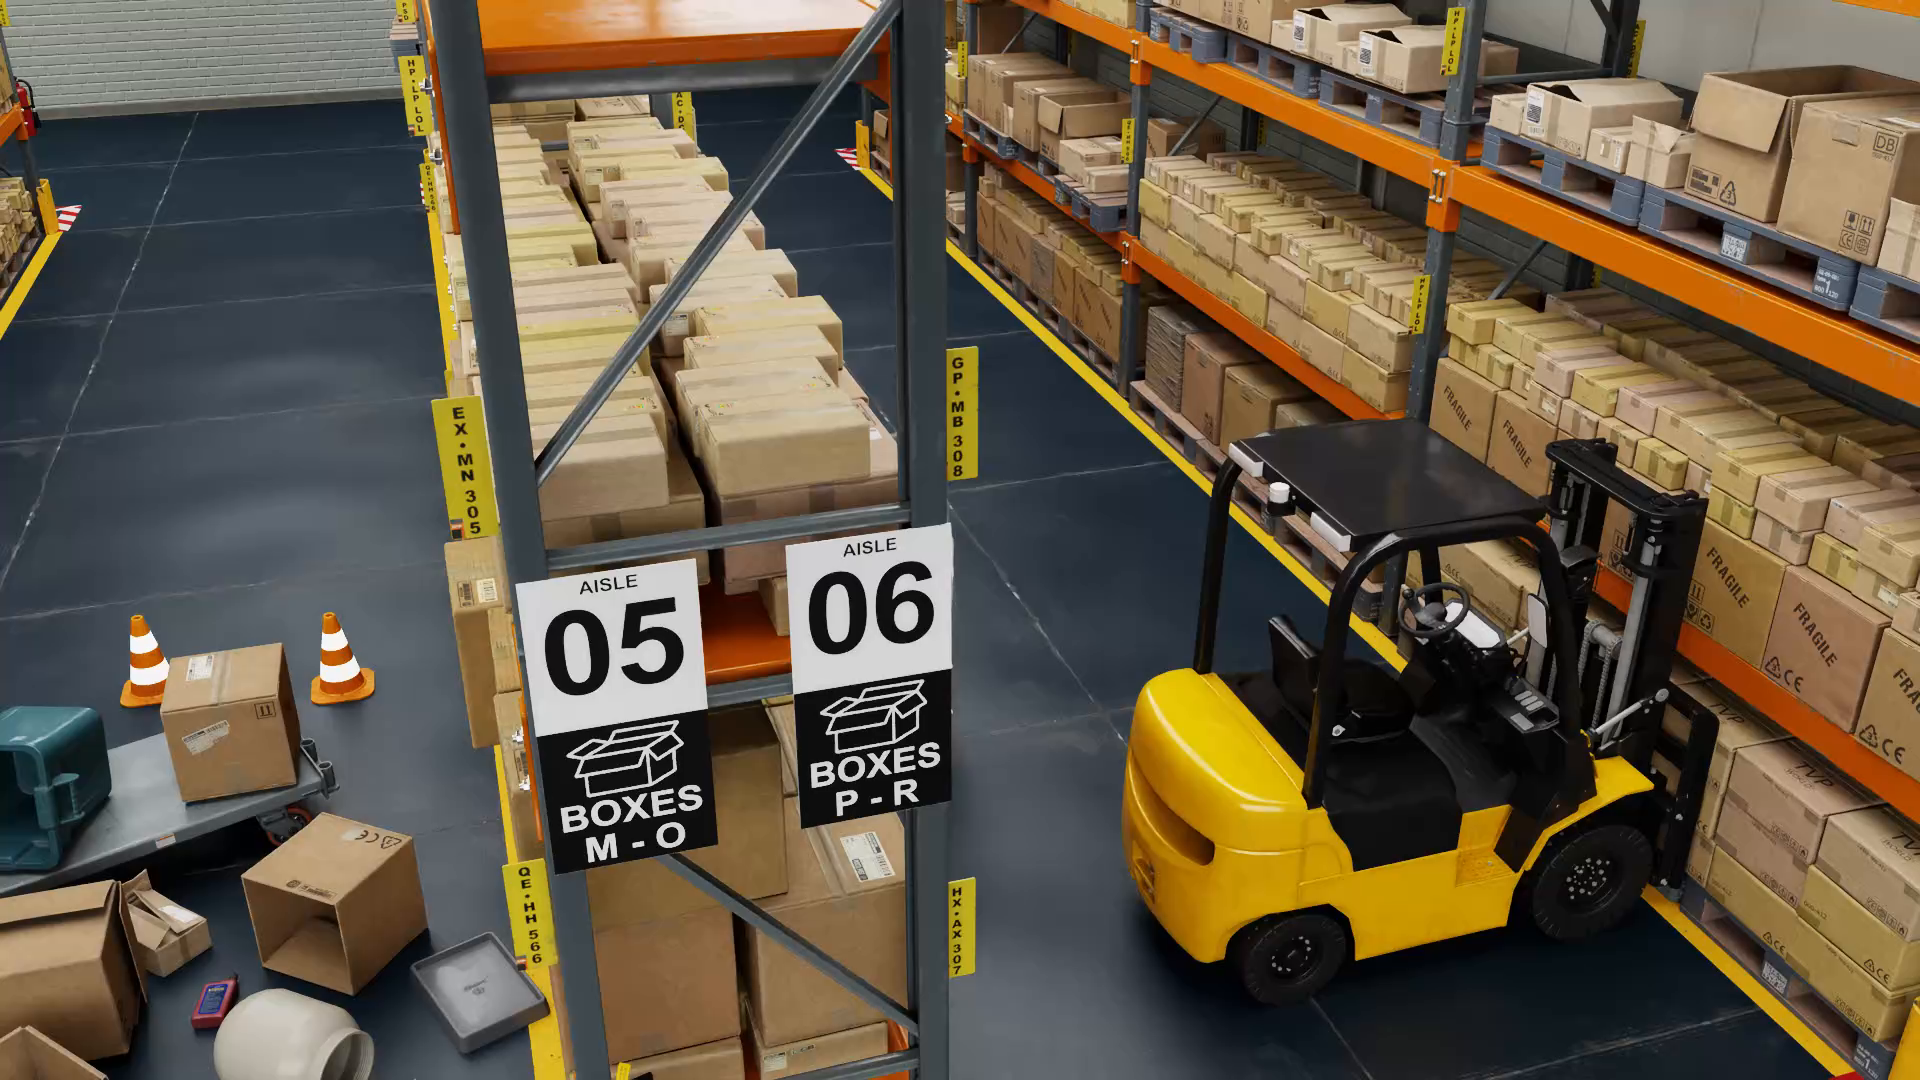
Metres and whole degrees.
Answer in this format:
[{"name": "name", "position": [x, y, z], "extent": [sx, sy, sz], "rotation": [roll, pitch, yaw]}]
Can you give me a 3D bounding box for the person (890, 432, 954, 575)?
[{"name": "person", "position": [-0.254, 0.241, 8.596], "extent": [0.489, 1.692, 0.489], "rotation": [-8, 28, -16]}]
